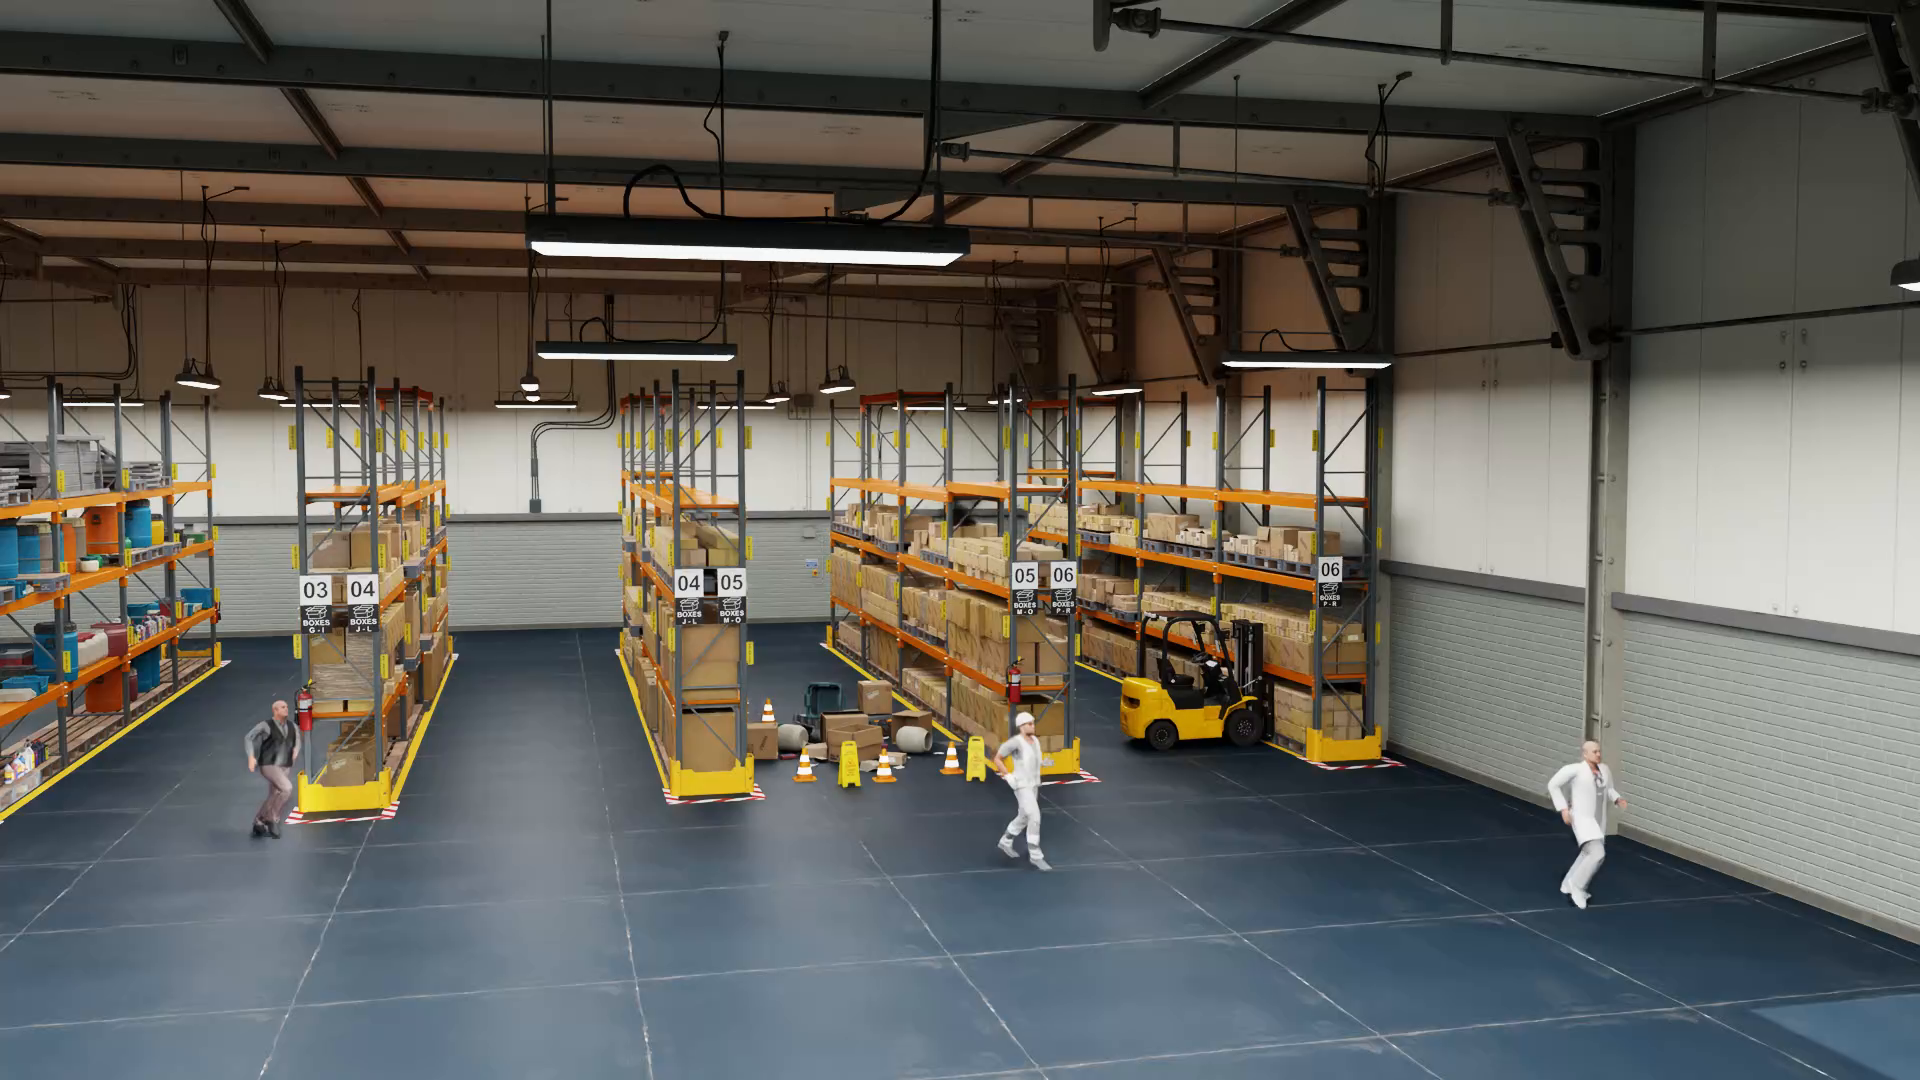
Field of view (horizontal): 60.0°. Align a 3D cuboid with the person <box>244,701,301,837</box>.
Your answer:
[{"bbox_3d":[-8.645,2.883,21.129,0.679,1.659,0.644,2,4,27],"label":"person"}]

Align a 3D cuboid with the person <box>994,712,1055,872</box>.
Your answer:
[{"bbox_3d":[0.764,2.930,19.567,0.814,1.824,0.640,2,4,34],"label":"person"}]

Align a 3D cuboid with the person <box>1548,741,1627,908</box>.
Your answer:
[{"bbox_3d":[6.795,3.059,17.913,0.701,1.792,0.766,-2,4,-28],"label":"person"}]
